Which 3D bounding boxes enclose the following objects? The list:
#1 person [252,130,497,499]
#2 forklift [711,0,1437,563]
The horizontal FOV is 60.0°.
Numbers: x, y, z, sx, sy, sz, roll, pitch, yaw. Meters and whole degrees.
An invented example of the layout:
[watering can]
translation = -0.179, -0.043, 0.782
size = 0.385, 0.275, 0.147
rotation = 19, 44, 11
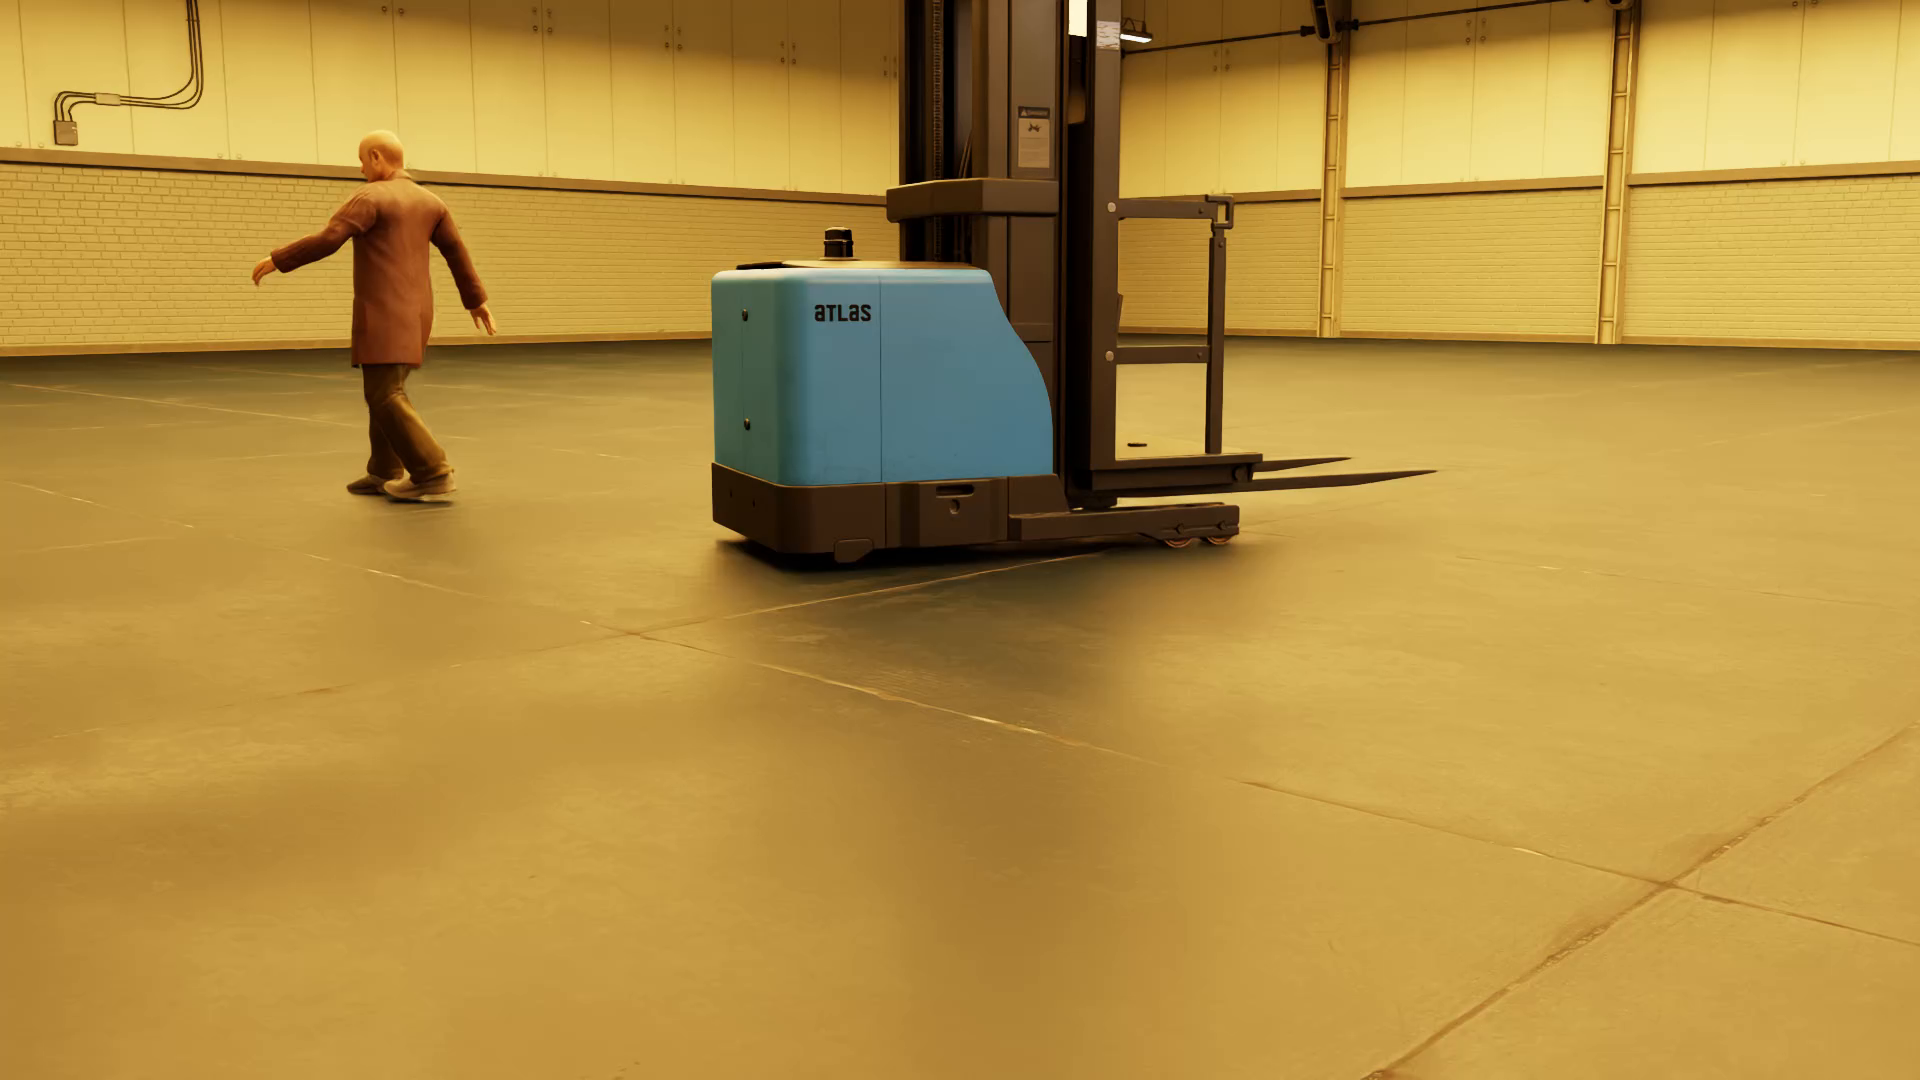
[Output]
[person]
translation = -2.744, -1.073, 8.017
size = 0.824, 1.759, 1.016
rotation = 3, 9, 20
[forklift]
translation = 0.559, -1.486, 6.742
size = 3.031, 2.935, 1.130
rotation = -4, 9, -23
